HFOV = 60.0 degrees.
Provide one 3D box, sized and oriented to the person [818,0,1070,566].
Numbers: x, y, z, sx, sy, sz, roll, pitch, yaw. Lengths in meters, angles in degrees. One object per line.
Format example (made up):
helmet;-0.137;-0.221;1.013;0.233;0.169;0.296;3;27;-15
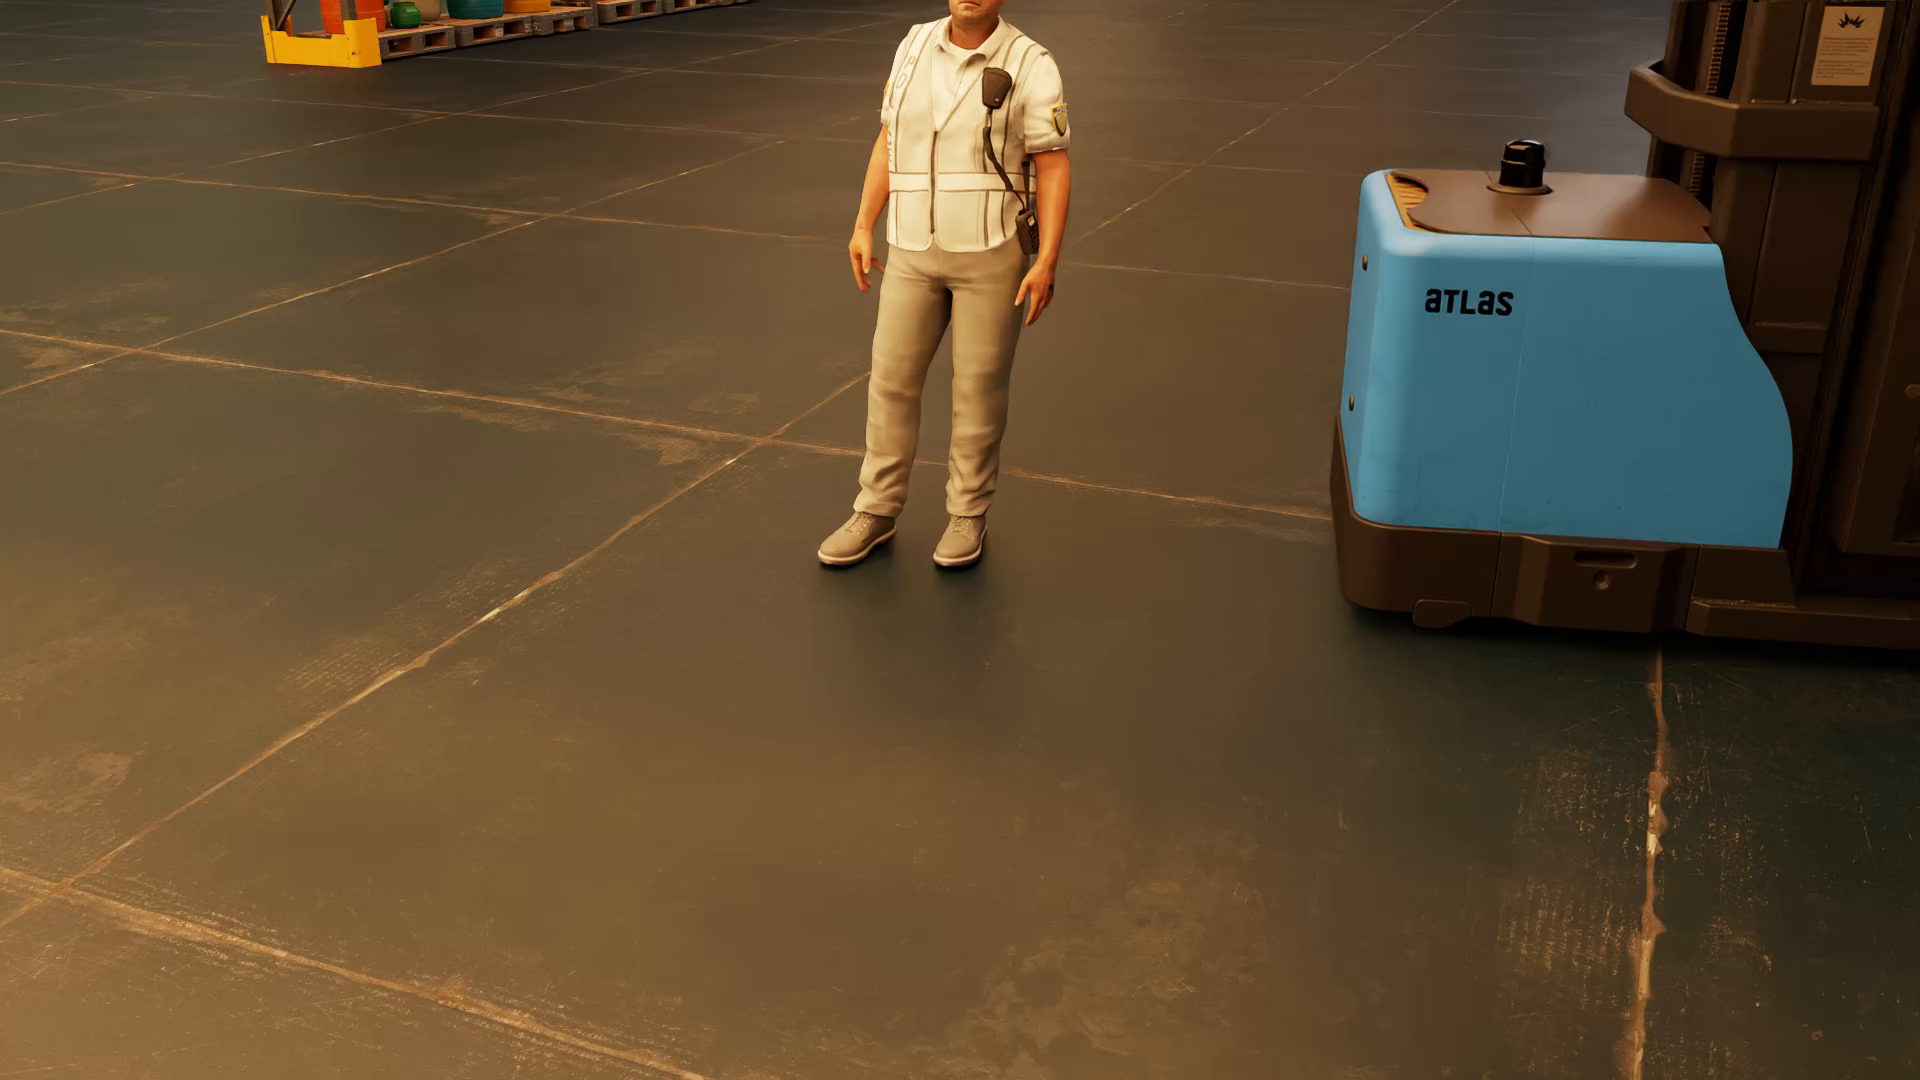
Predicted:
person;-0.041;-0.803;4.685;0.640;1.781;0.575;9;24;21

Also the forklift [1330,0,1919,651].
forklift;2.612;-1.208;4.182;3.031;2.935;1.130;4;23;9
